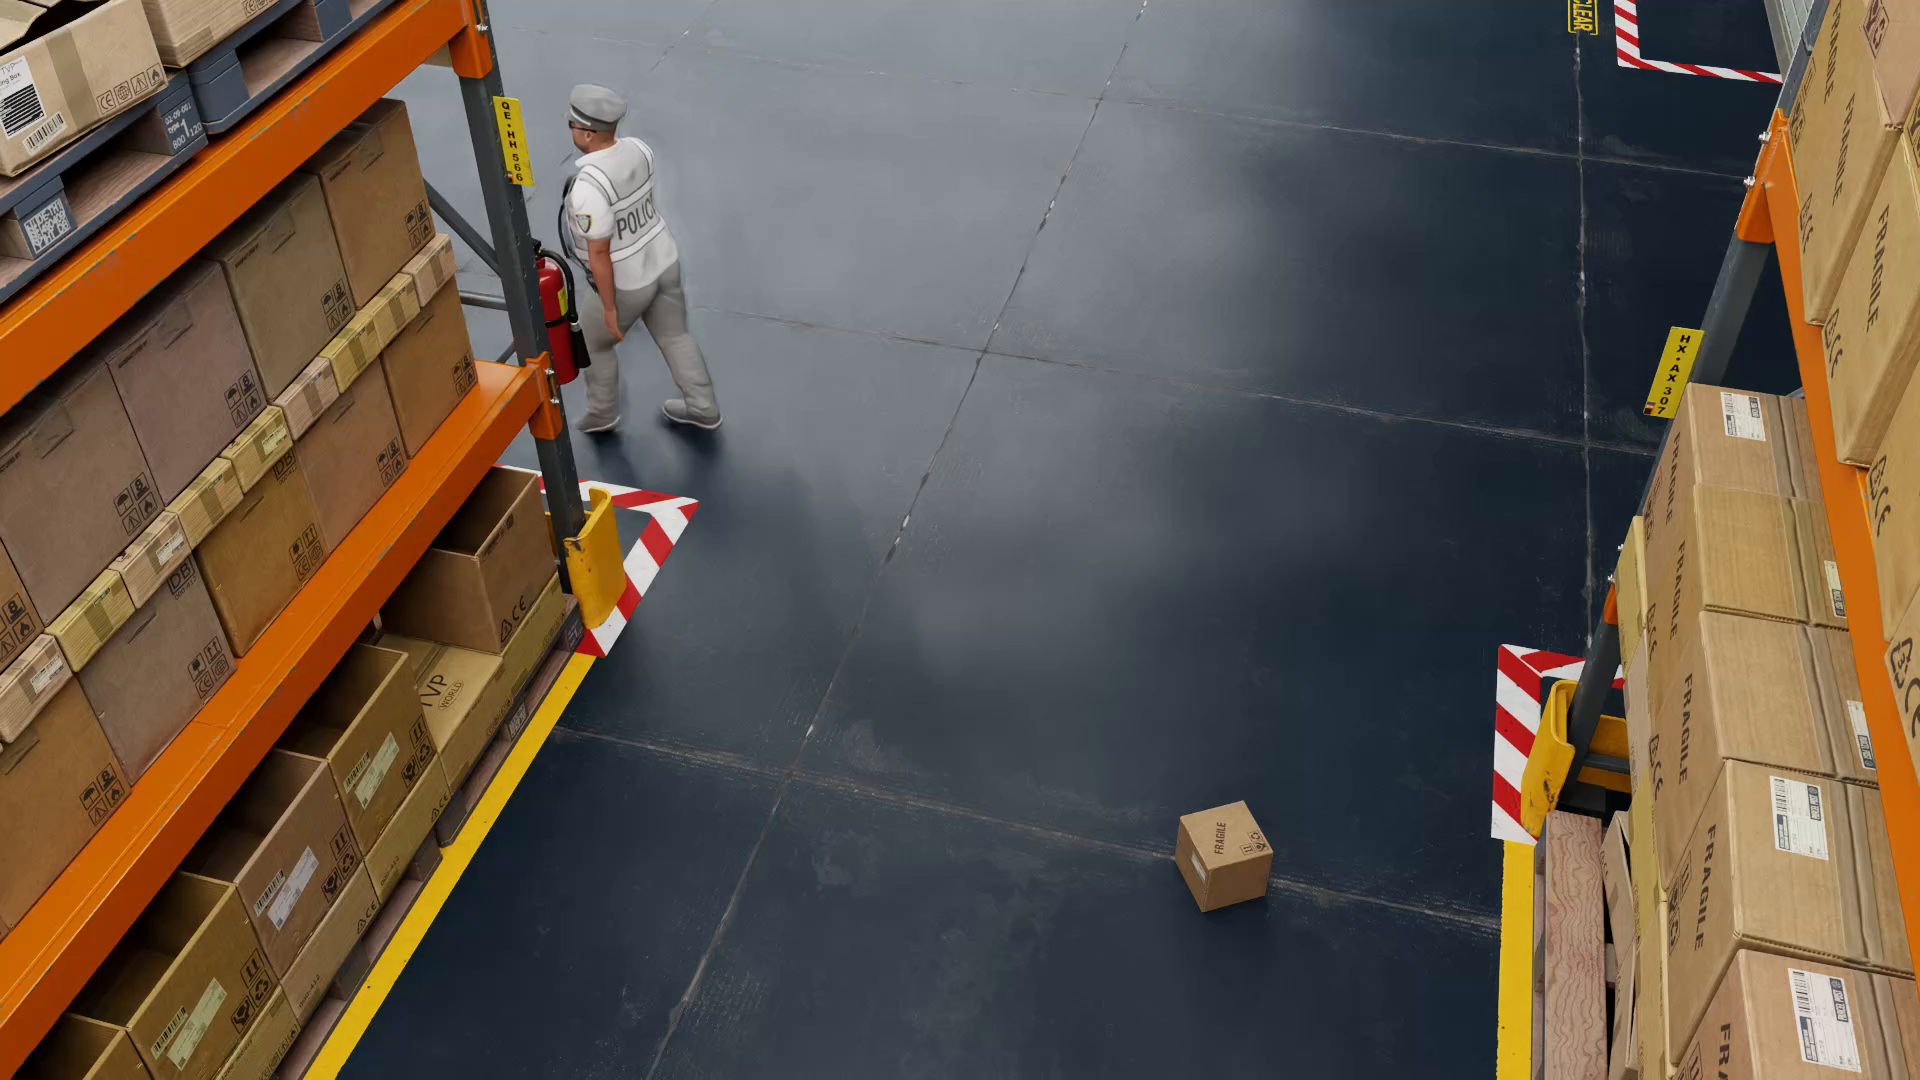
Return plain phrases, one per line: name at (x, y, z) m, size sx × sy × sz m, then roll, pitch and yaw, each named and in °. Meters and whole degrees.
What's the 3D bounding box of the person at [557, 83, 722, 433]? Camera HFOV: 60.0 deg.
person at (-1.546, -1.201, 7.581) m, size 0.740 × 1.811 × 0.574 m, roll 19°, pitch 44°, yaw 21°
